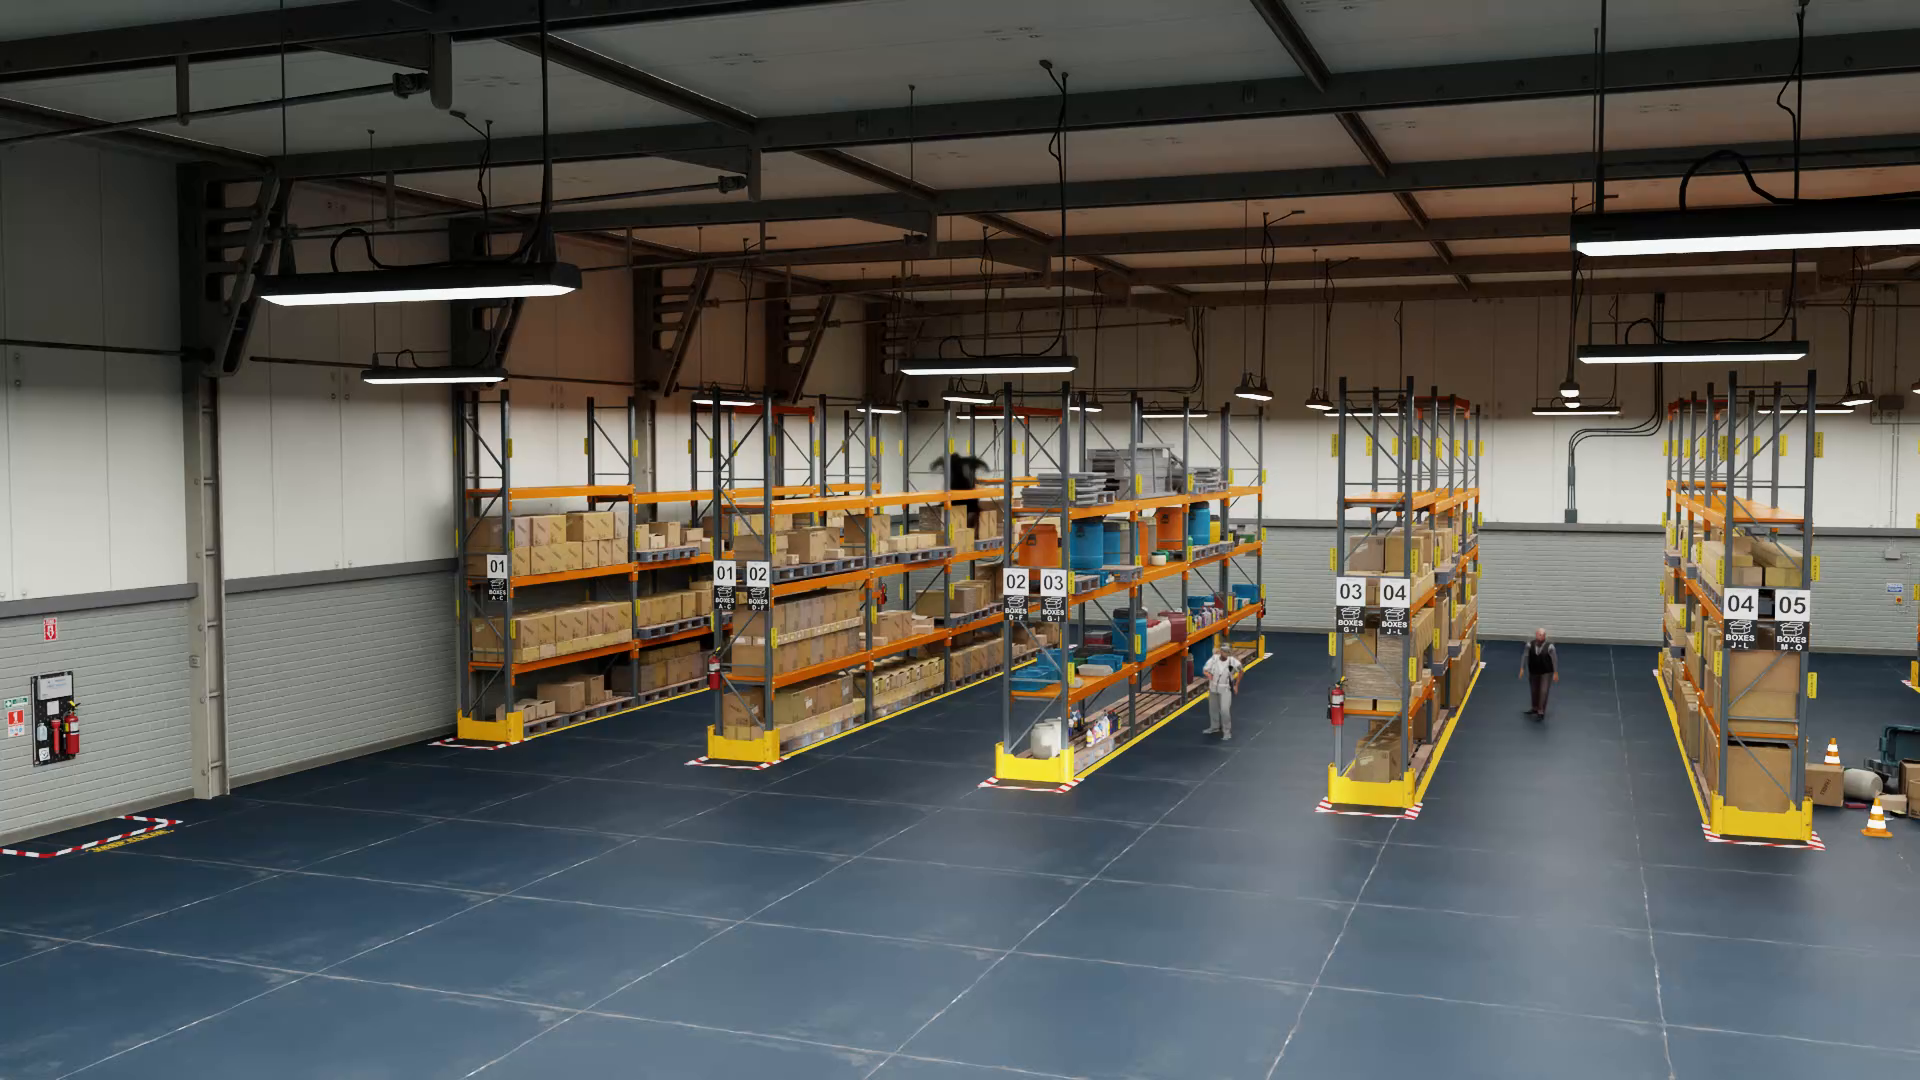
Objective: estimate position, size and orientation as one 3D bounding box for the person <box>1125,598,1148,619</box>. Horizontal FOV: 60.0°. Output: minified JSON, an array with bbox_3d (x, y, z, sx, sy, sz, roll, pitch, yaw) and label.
[{"bbox_3d":[3.980,2.033,37.963,0.629,1.480,1.019,1,3,13],"label":"person"}]

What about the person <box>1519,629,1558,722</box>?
[{"bbox_3d":[10.709,2.470,30.766,0.658,1.690,0.860,3,4,39],"label":"person"}]

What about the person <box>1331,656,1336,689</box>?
[{"bbox_3d":[7.933,2.305,34.166,0.601,1.608,0.689,2,4,35],"label":"person"}]

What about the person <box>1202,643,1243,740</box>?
[{"bbox_3d":[4.491,2.601,28.796,0.735,1.707,0.869,2,4,27],"label":"person"}]
